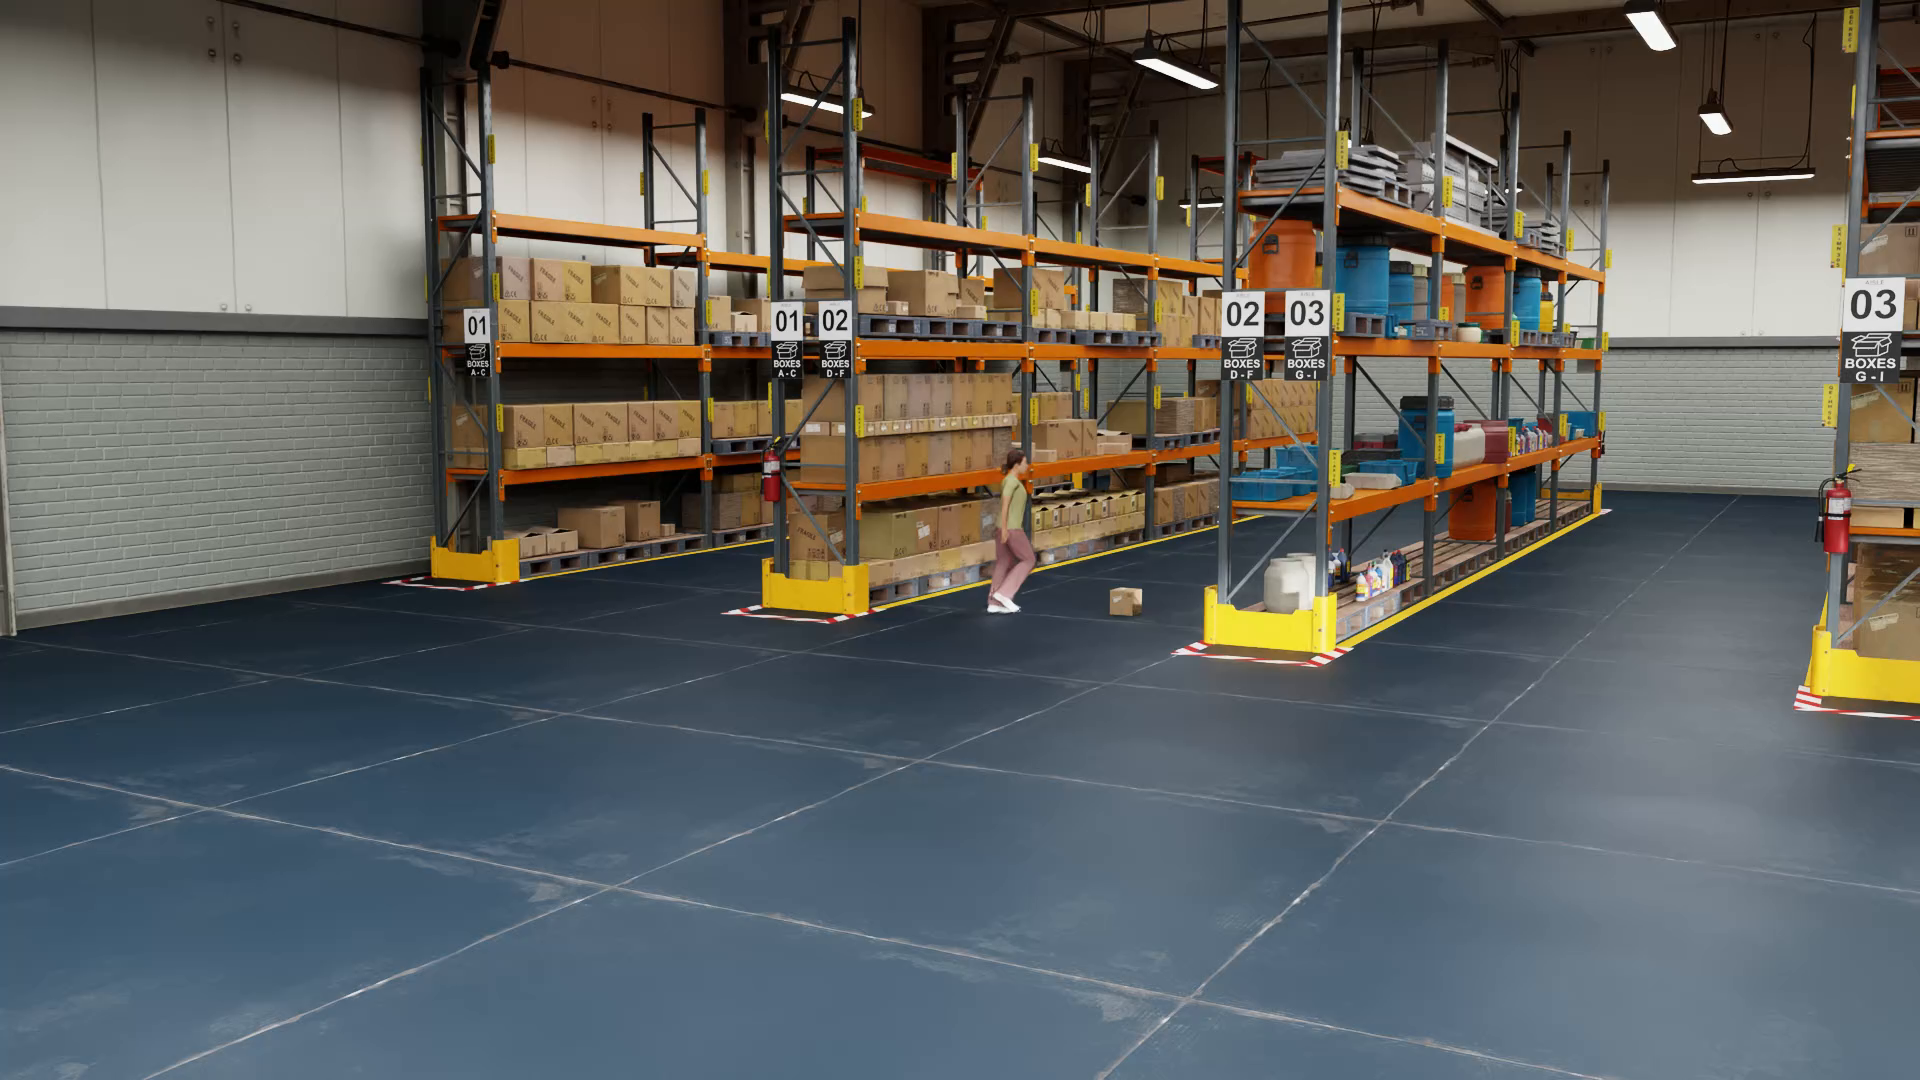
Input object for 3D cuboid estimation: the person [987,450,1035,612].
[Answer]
[{"bbox_3d":[0.509,-0.089,17.034,0.469,1.658,0.468,-1,6,-11],"label":"person"}]
